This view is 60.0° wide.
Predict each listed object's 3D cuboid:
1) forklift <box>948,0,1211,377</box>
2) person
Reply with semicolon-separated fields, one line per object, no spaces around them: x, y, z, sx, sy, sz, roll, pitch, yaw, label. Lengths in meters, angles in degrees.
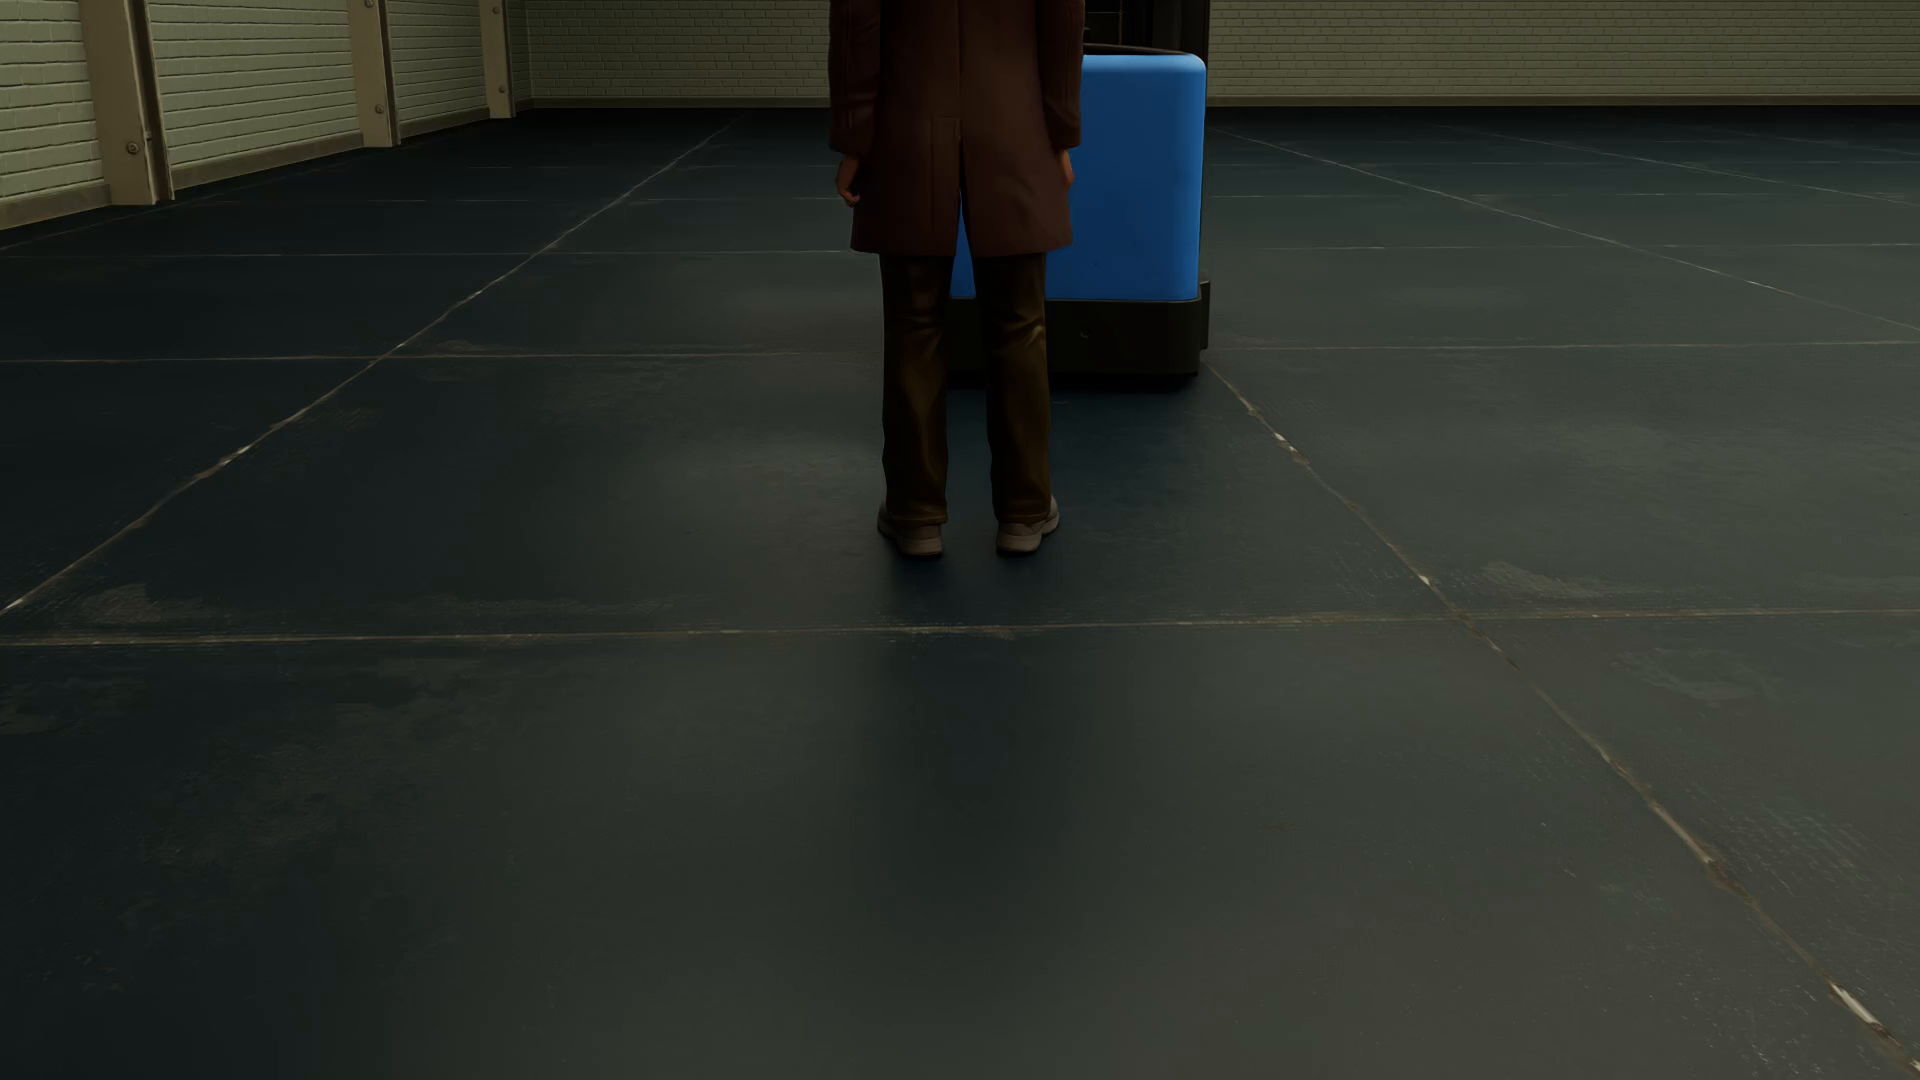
0.436;-2.325;6.508;1.130;2.935;3.031;2;17;6;forklift
-0.012;-0.858;3.676;0.551;1.782;0.390;-1;17;-3;person
